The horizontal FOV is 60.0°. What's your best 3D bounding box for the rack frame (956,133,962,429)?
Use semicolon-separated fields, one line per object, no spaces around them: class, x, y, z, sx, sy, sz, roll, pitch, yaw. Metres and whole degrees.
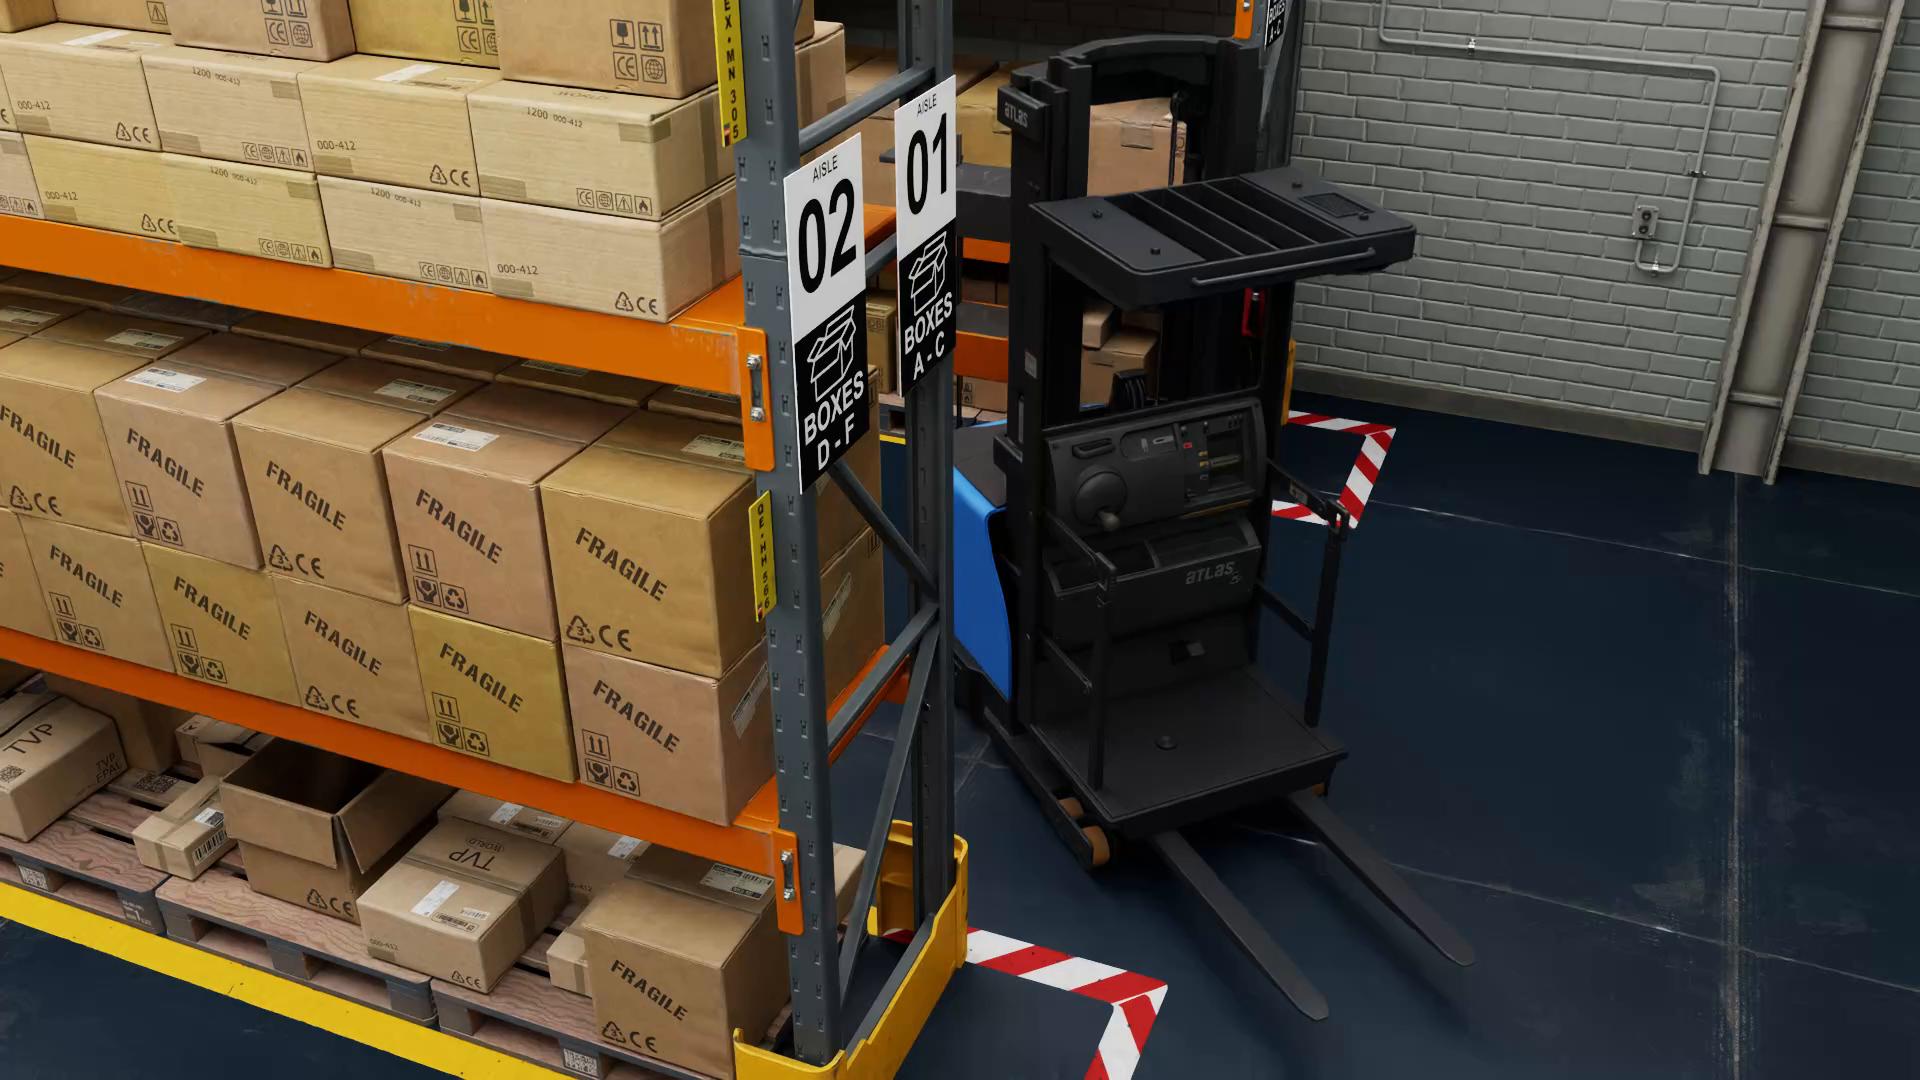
rack frame;-0.073;-0.929;8.259;0.015;2.100;0.400;11;31;19

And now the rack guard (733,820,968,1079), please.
rack guard;-0.332;1.509;5.572;0.348;0.500;1.175;11;31;19

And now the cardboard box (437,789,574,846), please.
cardboard box;-1.585;1.026;6.234;0.500;0.250;0.500;11;31;19

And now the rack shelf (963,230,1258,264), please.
rack shelf;-0.256;-1.881;9.761;4.000;0.370;1.077;11;31;19

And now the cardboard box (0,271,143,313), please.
cardboard box;-2.926;-0.715;5.848;0.500;0.500;0.500;11;31;18

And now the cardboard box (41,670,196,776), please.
cardboard box;-3.333;0.568;6.790;0.500;0.500;0.500;11;31;19

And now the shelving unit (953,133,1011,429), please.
shelving unit;0.153;-0.883;8.179;0.503;2.100;0.431;11;31;19

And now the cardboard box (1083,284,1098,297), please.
cardboard box;0.633;-1.447;9.715;0.250;0.149;0.380;11;31;19

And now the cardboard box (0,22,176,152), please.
cardboard box;-2.224;-1.278;4.558;0.500;0.250;0.500;11;31;19

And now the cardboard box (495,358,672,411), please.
cardboard box;-1.061;-0.339;5.184;0.500;0.500;0.500;12;31;20

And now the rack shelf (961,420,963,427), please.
rack shelf;0.153;-0.262;8.530;0.480;0.518;0.431;11;31;19

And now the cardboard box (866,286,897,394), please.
cardboard box;-0.516;-1.283;10.086;0.500;0.500;0.700;12;32;20

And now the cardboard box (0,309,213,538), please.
cardboard box;-2.683;-0.378;5.252;0.500;0.500;0.500;10;31;18

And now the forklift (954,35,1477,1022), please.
forklift;0.854;-0.240;6.195;1.130;2.935;3.031;-13;32;-21

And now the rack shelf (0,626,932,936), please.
rack shelf;-2.115;0.378;5.763;4.000;0.370;1.077;11;31;19

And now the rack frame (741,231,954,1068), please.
rack frame;-0.261;0.435;4.932;0.127;3.000;1.000;11;31;19

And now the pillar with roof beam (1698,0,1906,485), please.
pillar with roof beam;2.806;-2.368;3.794;0.400;9.000;9.100;11;31;19

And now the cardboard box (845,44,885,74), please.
cardboard box;-0.938;-2.449;9.730;0.700;0.700;0.980;10;31;18

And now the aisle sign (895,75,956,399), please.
aisle sign;-0.088;-0.818;4.507;0.004;0.787;0.394;11;31;19

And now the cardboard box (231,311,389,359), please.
cardboard box;-1.994;-0.528;5.517;0.500;0.500;0.500;11;31;19

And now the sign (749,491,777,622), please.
sign;-0.489;0.043;4.128;0.005;0.325;0.100;11;31;19

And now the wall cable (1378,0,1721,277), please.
wall cable;3.140;-2.461;9.023;1.851;1.984;0.084;11;31;19

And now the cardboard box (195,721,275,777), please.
cardboard box;-2.638;0.789;6.591;0.500;0.311;0.500;11;31;19

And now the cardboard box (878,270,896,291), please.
cardboard box;-0.308;-1.634;10.047;0.250;0.149;0.380;11;31;18

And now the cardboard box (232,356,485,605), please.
cardboard box;-1.728;-0.187;4.916;0.500;0.500;0.500;12;32;20

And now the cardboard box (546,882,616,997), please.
cardboard box;-1.199;1.373;5.705;0.250;0.166;0.380;11;31;19

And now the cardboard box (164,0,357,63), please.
cardboard box;-1.679;-1.612;4.387;0.500;0.500;0.700;11;31;19

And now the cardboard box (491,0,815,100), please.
cardboard box;-0.744;-1.437;4.078;0.500;0.500;0.700;11;31;19

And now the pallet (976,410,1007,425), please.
pallet;0.827;-0.722;9.814;1.213;0.211;1.003;11;31;19

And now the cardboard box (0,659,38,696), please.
cardboard box;-4.325;0.391;7.103;0.500;0.500;0.500;10;31;17

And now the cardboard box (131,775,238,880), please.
cardboard box;-2.855;1.069;6.243;0.250;0.166;0.380;11;31;19

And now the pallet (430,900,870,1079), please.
pallet;-1.071;1.488;5.903;1.213;0.211;1.003;11;31;19

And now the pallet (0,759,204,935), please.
pallet;-3.332;1.037;6.702;1.213;0.211;1.003;11;31;19

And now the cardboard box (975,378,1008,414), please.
cardboard box;0.448;-1.095;9.753;0.500;0.500;0.700;11;31;19

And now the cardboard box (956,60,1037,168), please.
cardboard box;0.443;-2.174;9.243;0.700;0.700;0.980;11;31;19

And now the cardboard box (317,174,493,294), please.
cardboard box;-1.296;-0.878;4.358;0.500;0.250;0.500;11;31;19

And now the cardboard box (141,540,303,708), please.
cardboard box;-2.188;0.150;5.334;0.500;0.500;0.500;11;31;18

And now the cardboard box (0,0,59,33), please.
cardboard box;-2.627;-1.770;4.667;0.500;0.500;0.700;11;31;19

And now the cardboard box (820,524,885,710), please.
cardboard box;-0.574;0.189;5.265;0.500;0.500;0.500;12;32;20

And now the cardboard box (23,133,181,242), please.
cardboard box;-2.221;-1.064;4.688;0.500;0.250;0.500;11;31;19

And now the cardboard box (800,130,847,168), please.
cardboard box;-0.642;-1.016;4.604;0.500;0.250;0.500;11;31;19

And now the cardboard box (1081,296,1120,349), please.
cardboard box;0.724;-1.226;9.325;0.250;0.149;0.380;11;31;19

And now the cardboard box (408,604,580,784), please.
cardboard box;-1.261;0.338;5.001;0.500;0.500;0.500;12;31;20

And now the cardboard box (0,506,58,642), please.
cardboard box;-3.123;-0.037;5.665;0.500;0.500;0.500;12;32;20

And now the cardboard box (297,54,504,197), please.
cardboard box;-1.297;-1.094;4.233;0.500;0.250;0.500;11;31;19

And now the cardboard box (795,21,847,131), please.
cardboard box;-0.640;-1.237;4.486;0.500;0.250;0.500;11;31;19

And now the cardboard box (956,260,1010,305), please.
cardboard box;0.165;-1.540;9.880;0.250;0.149;0.380;12;32;20

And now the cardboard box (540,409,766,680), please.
cardboard box;-0.777;-0.001;4.585;0.500;0.500;0.500;11;31;19

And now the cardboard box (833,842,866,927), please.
cardboard box;-0.520;1.251;5.939;0.250;0.149;0.380;11;31;19
